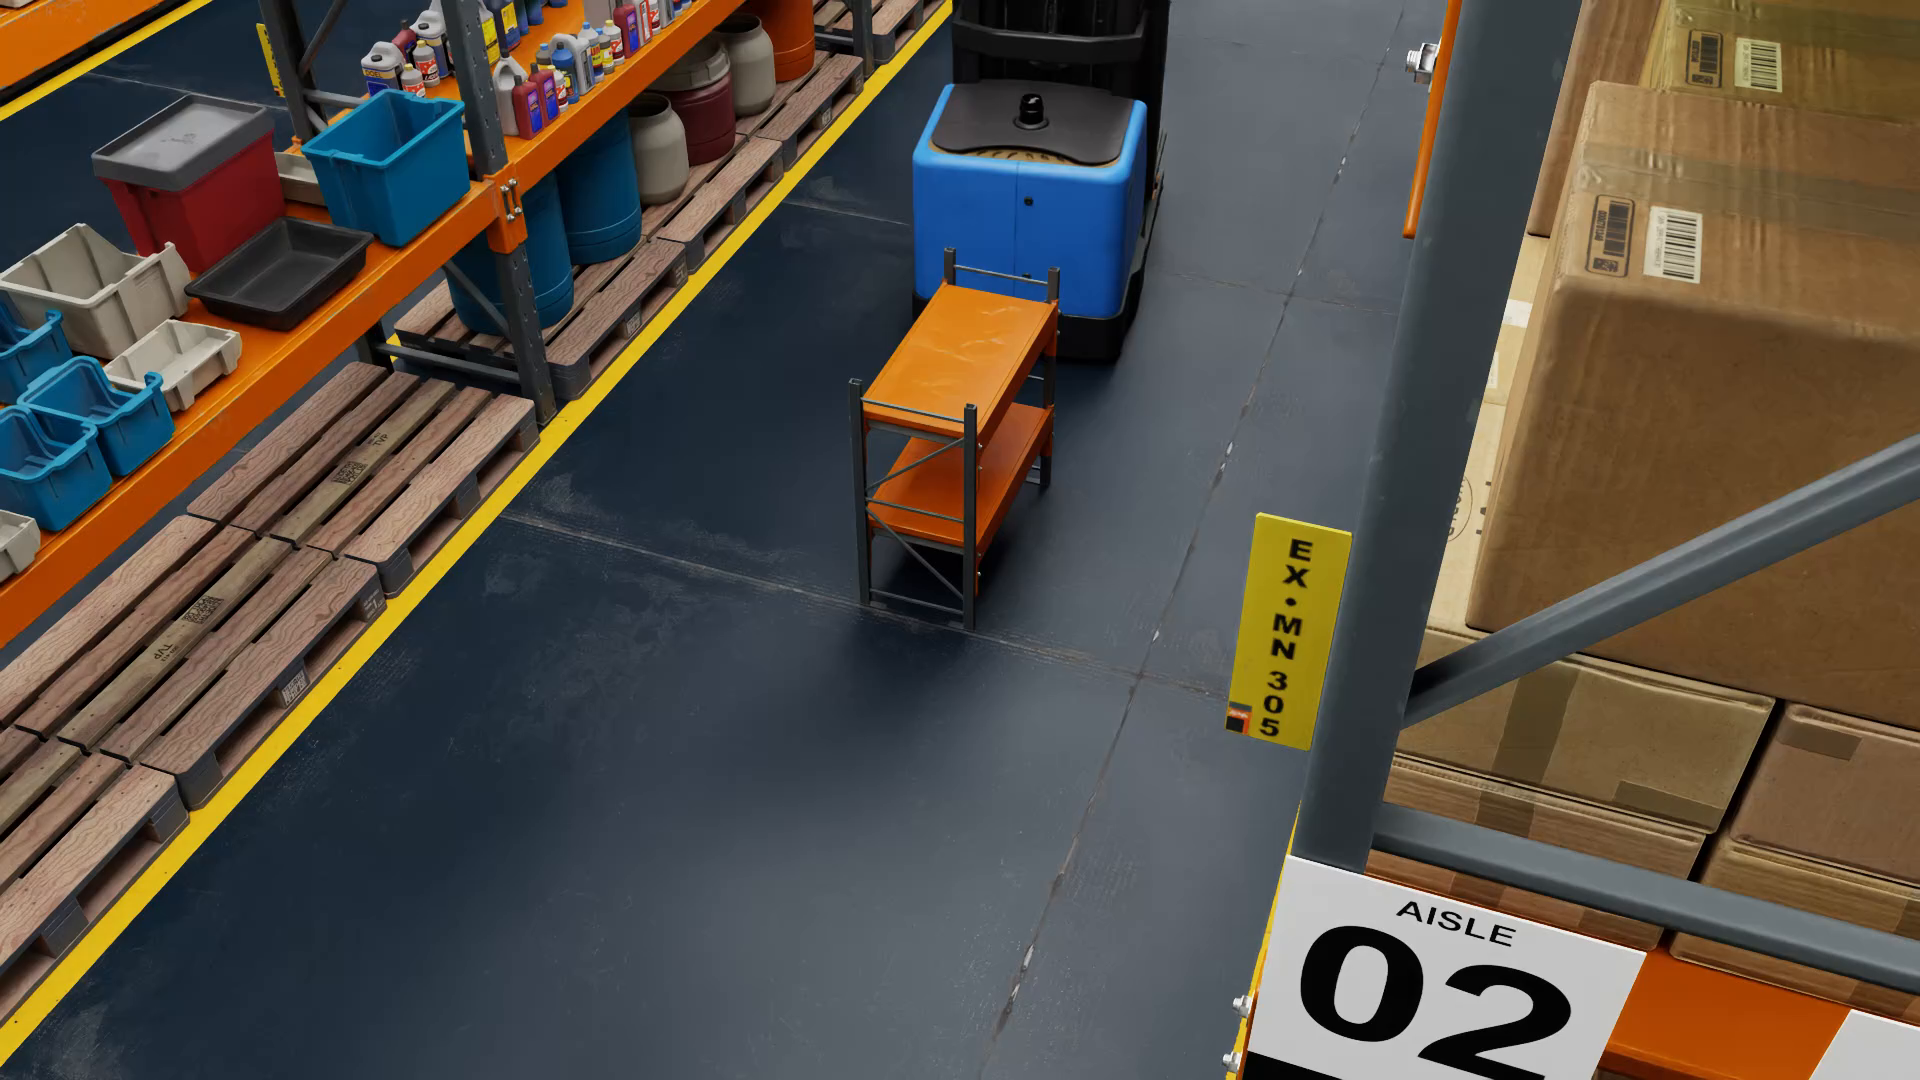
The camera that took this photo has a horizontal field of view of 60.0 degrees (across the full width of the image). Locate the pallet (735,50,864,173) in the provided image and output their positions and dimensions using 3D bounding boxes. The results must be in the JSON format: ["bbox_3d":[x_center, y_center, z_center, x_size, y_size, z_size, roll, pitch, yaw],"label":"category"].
[{"bbox_3d":[-1.278,-2.710,10.263,1.003,0.211,1.213,13,42,15],"label":"pallet"}]

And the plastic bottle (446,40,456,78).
[{"bbox_3d":[-2.336,-2.264,7.746,0.097,0.201,0.097,0,40,0],"label":"plastic bottle"}]

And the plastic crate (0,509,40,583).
[{"bbox_3d":[-2.970,0.028,5.063,0.250,0.136,0.298,13,42,15],"label":"plastic crate"}]

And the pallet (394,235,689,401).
[{"bbox_3d":[-2.112,-1.221,8.519,1.003,0.211,1.213,13,42,15],"label":"pallet"}]

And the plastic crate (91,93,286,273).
[{"bbox_3d":[-2.957,-1.379,6.460,0.402,0.464,0.583,13,42,15],"label":"plastic crate"}]

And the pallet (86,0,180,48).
[{"bbox_3d":[-6.042,-3.835,11.582,1.003,0.211,1.213,13,42,15],"label":"pallet"}]

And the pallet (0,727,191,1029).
[{"bbox_3d":[-3.465,1.185,5.698,1.003,0.211,1.213,13,42,15],"label":"pallet"}]

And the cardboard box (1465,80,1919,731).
[{"bbox_3d":[1.030,-0.156,1.963,0.700,0.500,0.500,13,42,15],"label":"cardboard box"}]

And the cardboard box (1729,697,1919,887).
[{"bbox_3d":[1.290,0.191,2.135,0.500,0.250,0.500,13,42,15],"label":"cardboard box"}]

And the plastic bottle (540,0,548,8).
[{"bbox_3d":[-2.162,-2.840,8.363,0.152,0.276,0.135,13,42,15],"label":"plastic bottle"}]

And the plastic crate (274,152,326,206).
[{"bbox_3d":[-2.709,-1.491,6.844,0.396,0.136,0.243,13,42,15],"label":"plastic crate"}]

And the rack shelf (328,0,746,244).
[{"bbox_3d":[-1.732,-2.767,8.737,1.077,0.370,4.000,13,42,15],"label":"rack shelf"}]

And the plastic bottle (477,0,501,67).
[{"bbox_3d":[-2.273,-2.403,7.794,0.144,0.351,0.185,13,42,15],"label":"plastic bottle"}]

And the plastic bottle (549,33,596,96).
[{"bbox_3d":[-1.774,-2.195,7.607,0.152,0.276,0.135,13,42,15],"label":"plastic bottle"}]

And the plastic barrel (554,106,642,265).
[{"bbox_3d":[-1.971,-1.942,8.509,0.600,0.901,0.708,13,42,15],"label":"plastic barrel"}]

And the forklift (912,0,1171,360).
[{"bbox_3d":[0.555,-2.961,8.462,1.130,2.935,3.031,7,41,9],"label":"forklift"}]

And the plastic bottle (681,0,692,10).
[{"bbox_3d":[-1.405,-2.800,8.320,0.097,0.271,0.097,0,40,0],"label":"plastic bottle"}]

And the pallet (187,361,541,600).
[{"bbox_3d":[-2.630,-0.303,7.443,1.003,0.211,1.213,13,42,15],"label":"pallet"}]

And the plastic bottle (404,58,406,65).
[{"bbox_3d":[-2.571,-2.134,7.594,0.097,0.201,0.097,0,40,0],"label":"plastic bottle"}]

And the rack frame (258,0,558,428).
[{"bbox_3d":[-2.416,-1.821,7.073,1.000,3.000,0.127,13,42,15],"label":"rack frame"}]

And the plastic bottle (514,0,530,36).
[{"bbox_3d":[-2.164,-2.598,8.083,0.097,0.271,0.097,0,40,0],"label":"plastic bottle"}]

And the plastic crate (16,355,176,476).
[{"bbox_3d":[-2.837,-0.404,5.495,0.416,0.233,0.300,13,42,15],"label":"plastic crate"}]

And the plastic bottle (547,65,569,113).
[{"bbox_3d":[-1.821,-2.030,7.471,0.097,0.201,0.097,0,40,0],"label":"plastic bottle"}]

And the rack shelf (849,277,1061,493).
[{"bbox_3d":[-0.002,-0.646,6.690,0.538,0.278,1.000,13,42,15],"label":"rack shelf"}]

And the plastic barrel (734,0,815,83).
[{"bbox_3d":[-1.199,-3.293,10.147,0.600,0.830,0.708,13,42,15],"label":"plastic barrel"}]

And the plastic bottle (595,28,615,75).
[{"bbox_3d":[-1.675,-2.290,7.776,0.097,0.201,0.097,0,40,0],"label":"plastic bottle"}]

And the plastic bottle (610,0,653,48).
[{"bbox_3d":[-1.583,-2.536,8.007,0.152,0.276,0.135,13,42,15],"label":"plastic bottle"}]

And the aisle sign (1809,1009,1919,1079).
[{"bbox_3d":[1.123,0.838,1.954,0.394,0.787,0.004,13,42,15],"label":"aisle sign"}]

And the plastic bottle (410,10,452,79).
[{"bbox_3d":[-2.460,-2.309,7.741,0.152,0.276,0.135,13,42,15],"label":"plastic bottle"}]

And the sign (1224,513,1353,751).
[{"bbox_3d":[0.355,0.107,1.820,0.100,0.325,0.005,13,42,15],"label":"sign"}]

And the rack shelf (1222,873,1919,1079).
[{"bbox_3d":[1.554,-0.367,3.612,1.077,0.370,4.000,13,42,15],"label":"rack shelf"}]

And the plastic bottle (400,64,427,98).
[{"bbox_3d":[-2.461,-2.041,7.484,0.097,0.201,0.097,0,40,0],"label":"plastic bottle"}]

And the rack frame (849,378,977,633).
[{"bbox_3d":[-0.176,-0.114,6.517,0.500,1.125,0.032,13,42,15],"label":"rack frame"}]

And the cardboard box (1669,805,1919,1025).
[{"bbox_3d":[1.285,0.379,2.299,0.500,0.250,0.500,13,42,15],"label":"cardboard box"}]

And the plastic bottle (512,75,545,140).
[{"bbox_3d":[-1.889,-1.906,7.262,0.061,0.283,0.133,13,42,15],"label":"plastic bottle"}]

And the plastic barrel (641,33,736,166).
[{"bbox_3d":[-1.585,-2.512,9.418,0.600,0.588,0.708,13,42,15],"label":"plastic barrel"}]

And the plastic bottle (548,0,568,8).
[{"bbox_3d":[-2.038,-2.822,8.345,0.097,0.271,0.097,0,40,0],"label":"plastic bottle"}]

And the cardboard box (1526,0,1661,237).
[{"bbox_3d":[1.351,-0.771,2.684,0.700,0.500,0.500,13,42,15],"label":"cardboard box"}]

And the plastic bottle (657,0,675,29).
[{"bbox_3d":[-1.503,-2.678,8.173,0.152,0.276,0.135,13,42,15],"label":"plastic bottle"}]

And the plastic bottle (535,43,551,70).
[{"bbox_3d":[-1.898,-2.183,7.650,0.097,0.201,0.097,0,40,0],"label":"plastic bottle"}]

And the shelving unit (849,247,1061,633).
[{"bbox_3d":[-0.002,-0.424,6.880,0.538,1.125,1.048,13,42,15],"label":"shelving unit"}]

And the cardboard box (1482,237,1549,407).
[{"bbox_3d":[0.977,-0.229,2.626,0.500,0.250,0.500,13,42,15],"label":"cardboard box"}]

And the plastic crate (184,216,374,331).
[{"bbox_3d":[-2.546,-0.997,6.273,0.437,0.125,0.590,13,42,15],"label":"plastic crate"}]
